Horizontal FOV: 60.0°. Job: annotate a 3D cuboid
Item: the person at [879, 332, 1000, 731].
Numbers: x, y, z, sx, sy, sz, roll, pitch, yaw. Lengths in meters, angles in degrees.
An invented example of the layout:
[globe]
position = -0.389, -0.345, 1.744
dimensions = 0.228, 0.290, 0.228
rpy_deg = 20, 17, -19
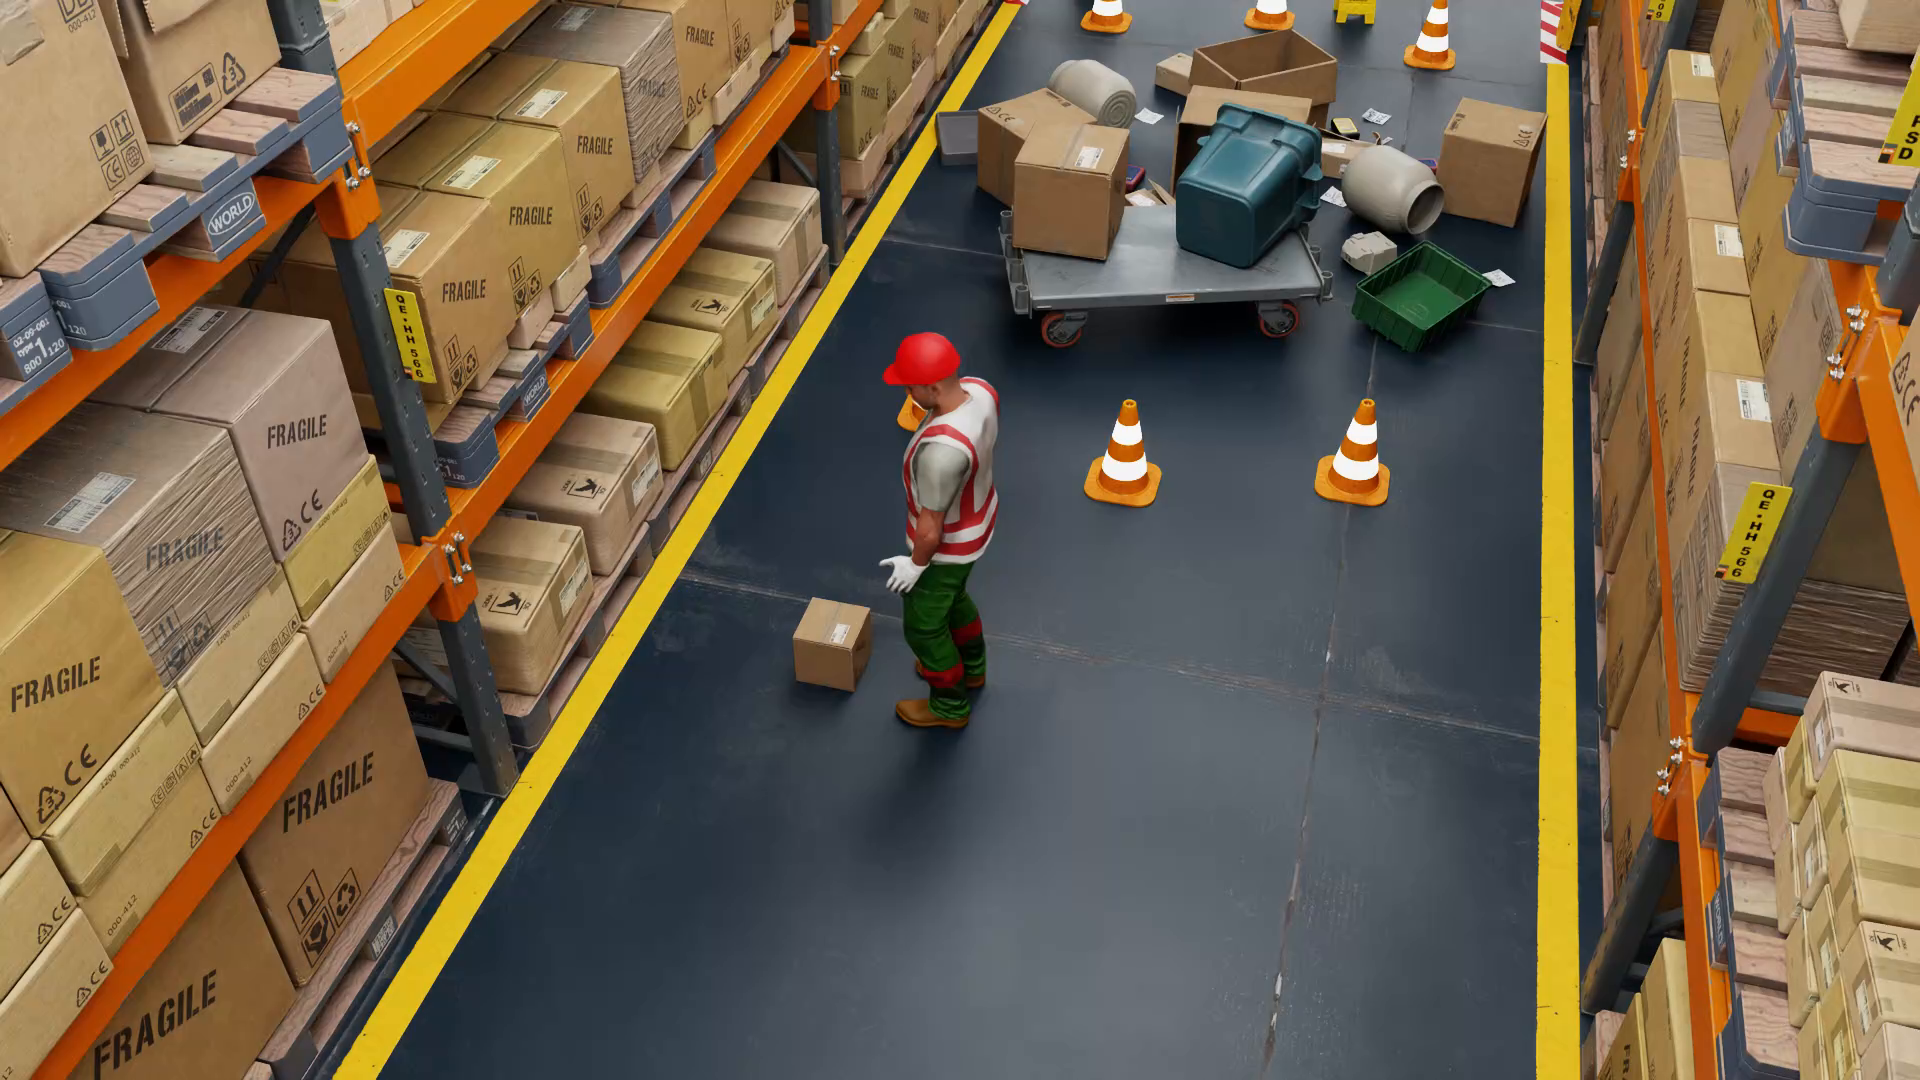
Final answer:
[person]
position = -0.072, -0.012, 6.171
dimensions = 0.388, 1.768, 0.533
rpy_deg = 11, 42, 12
